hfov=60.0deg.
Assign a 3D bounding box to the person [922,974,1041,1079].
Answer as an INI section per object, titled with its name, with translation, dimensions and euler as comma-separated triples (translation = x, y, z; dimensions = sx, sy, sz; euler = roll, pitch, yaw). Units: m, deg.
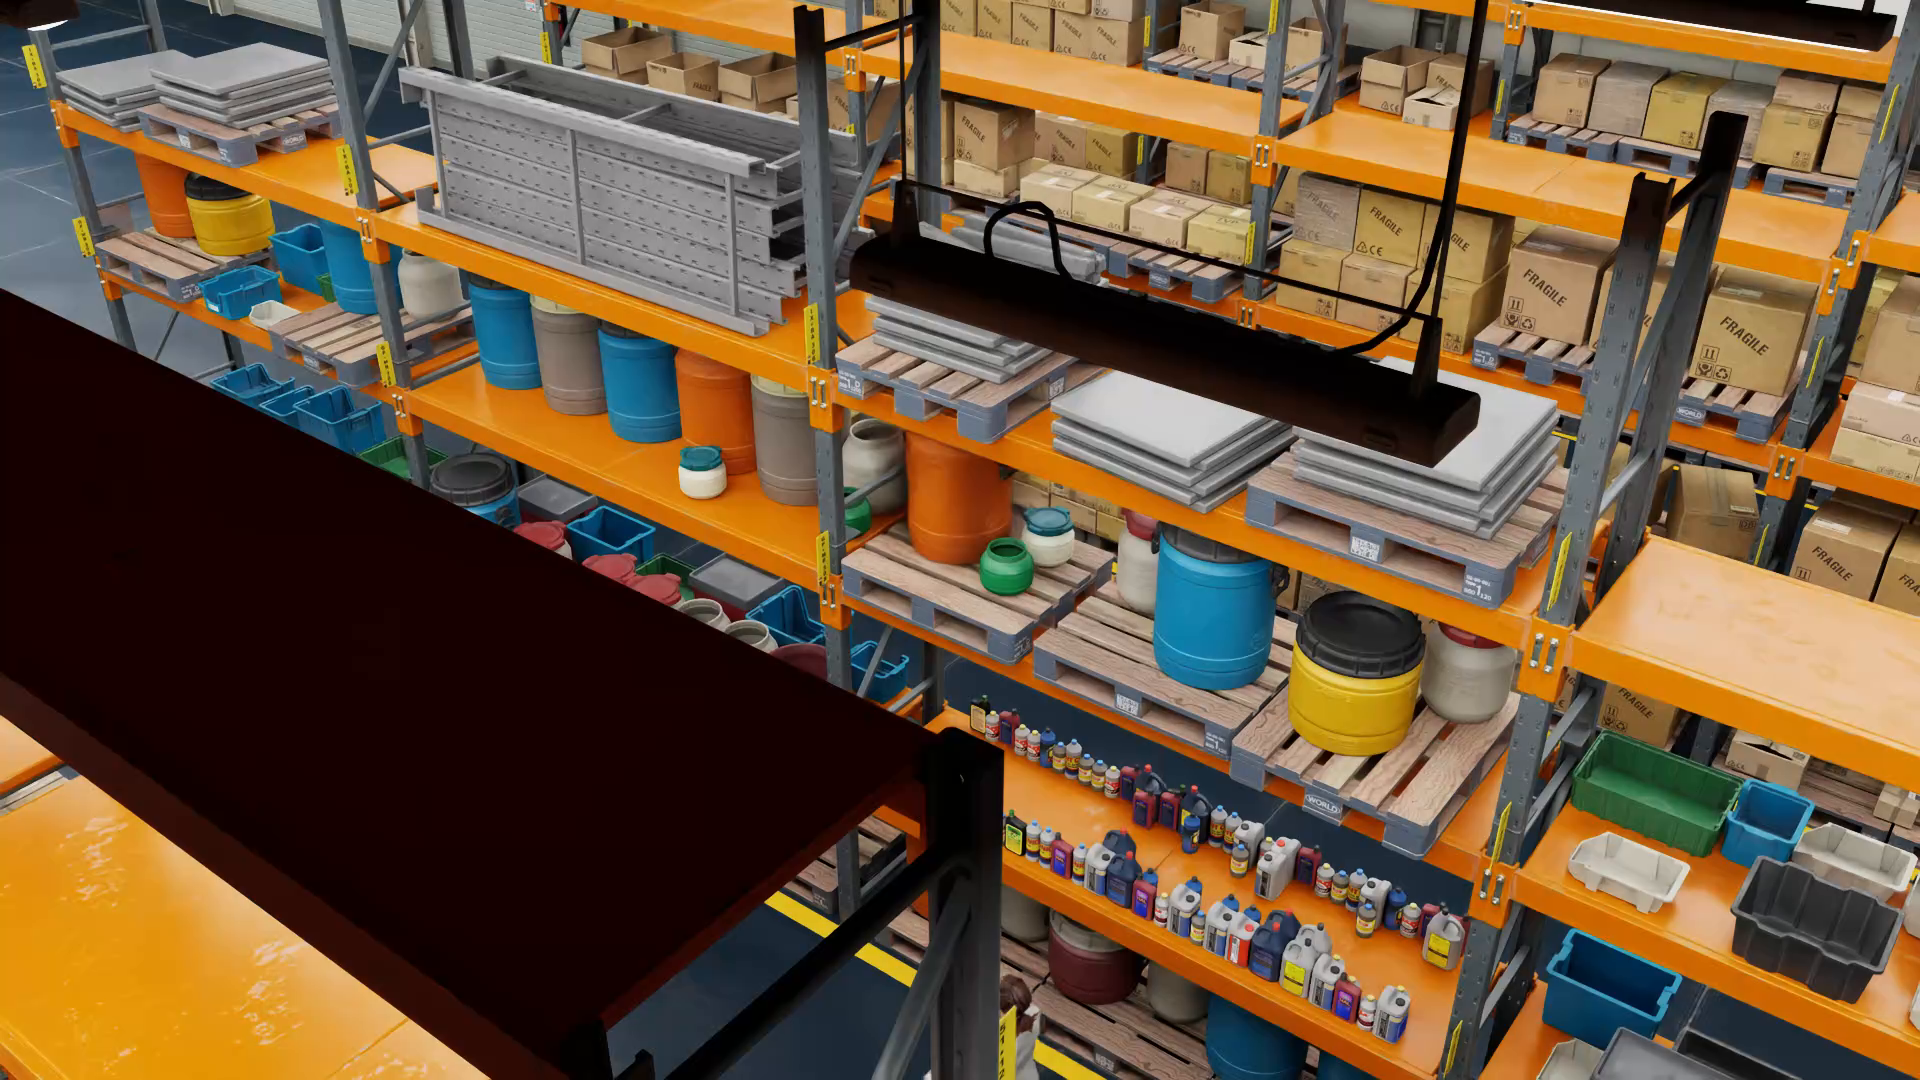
[person]
translation = 0.212, 2.802, 8.796
dimensions = 1.067, 1.430, 0.499
euler = 24, 39, 34
